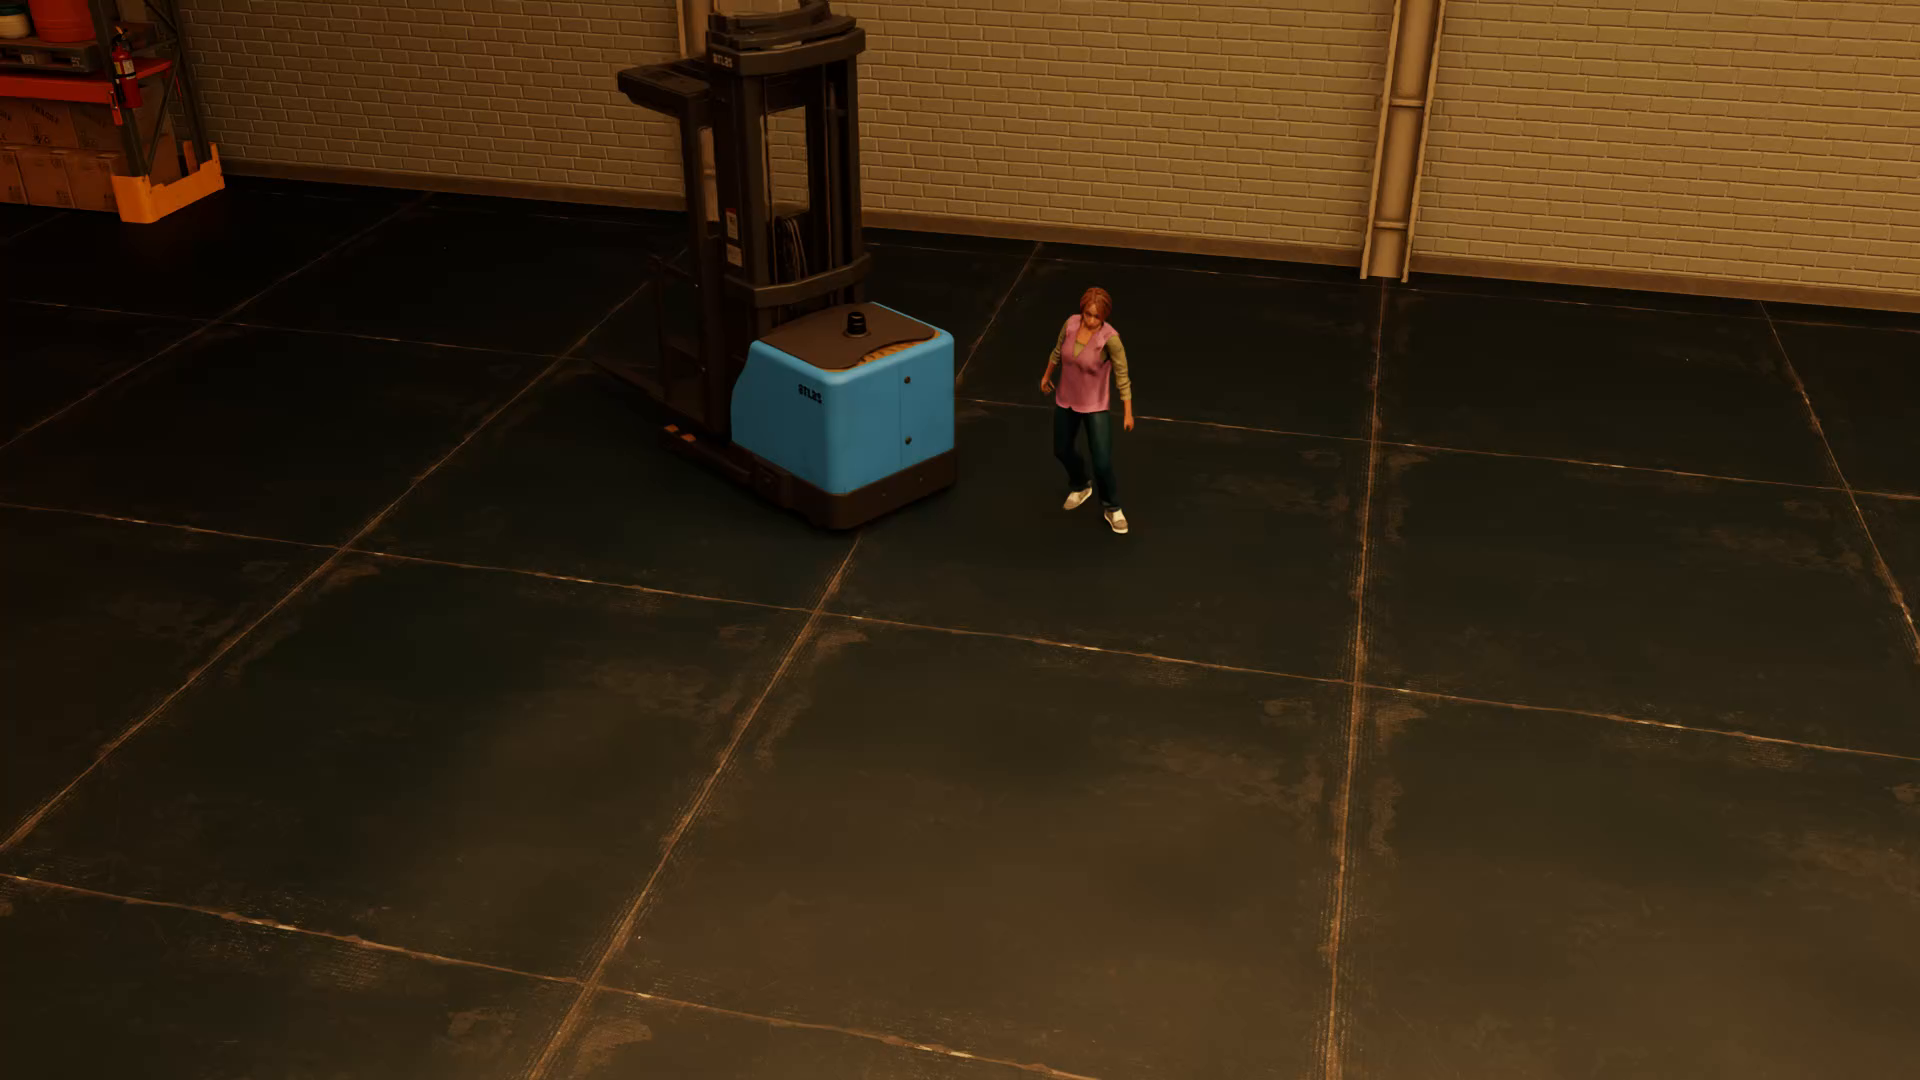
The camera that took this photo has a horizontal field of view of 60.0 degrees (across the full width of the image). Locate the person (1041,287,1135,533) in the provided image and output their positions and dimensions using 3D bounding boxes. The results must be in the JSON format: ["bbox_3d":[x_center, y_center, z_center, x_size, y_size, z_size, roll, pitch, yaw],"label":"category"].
[{"bbox_3d":[0.785,-0.832,10.094,0.745,1.571,0.420,23,37,34],"label":"person"}]

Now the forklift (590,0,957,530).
[{"bbox_3d":[-1.396,-1.970,10.648,1.130,2.935,3.031,-25,38,-37],"label":"forklift"}]
